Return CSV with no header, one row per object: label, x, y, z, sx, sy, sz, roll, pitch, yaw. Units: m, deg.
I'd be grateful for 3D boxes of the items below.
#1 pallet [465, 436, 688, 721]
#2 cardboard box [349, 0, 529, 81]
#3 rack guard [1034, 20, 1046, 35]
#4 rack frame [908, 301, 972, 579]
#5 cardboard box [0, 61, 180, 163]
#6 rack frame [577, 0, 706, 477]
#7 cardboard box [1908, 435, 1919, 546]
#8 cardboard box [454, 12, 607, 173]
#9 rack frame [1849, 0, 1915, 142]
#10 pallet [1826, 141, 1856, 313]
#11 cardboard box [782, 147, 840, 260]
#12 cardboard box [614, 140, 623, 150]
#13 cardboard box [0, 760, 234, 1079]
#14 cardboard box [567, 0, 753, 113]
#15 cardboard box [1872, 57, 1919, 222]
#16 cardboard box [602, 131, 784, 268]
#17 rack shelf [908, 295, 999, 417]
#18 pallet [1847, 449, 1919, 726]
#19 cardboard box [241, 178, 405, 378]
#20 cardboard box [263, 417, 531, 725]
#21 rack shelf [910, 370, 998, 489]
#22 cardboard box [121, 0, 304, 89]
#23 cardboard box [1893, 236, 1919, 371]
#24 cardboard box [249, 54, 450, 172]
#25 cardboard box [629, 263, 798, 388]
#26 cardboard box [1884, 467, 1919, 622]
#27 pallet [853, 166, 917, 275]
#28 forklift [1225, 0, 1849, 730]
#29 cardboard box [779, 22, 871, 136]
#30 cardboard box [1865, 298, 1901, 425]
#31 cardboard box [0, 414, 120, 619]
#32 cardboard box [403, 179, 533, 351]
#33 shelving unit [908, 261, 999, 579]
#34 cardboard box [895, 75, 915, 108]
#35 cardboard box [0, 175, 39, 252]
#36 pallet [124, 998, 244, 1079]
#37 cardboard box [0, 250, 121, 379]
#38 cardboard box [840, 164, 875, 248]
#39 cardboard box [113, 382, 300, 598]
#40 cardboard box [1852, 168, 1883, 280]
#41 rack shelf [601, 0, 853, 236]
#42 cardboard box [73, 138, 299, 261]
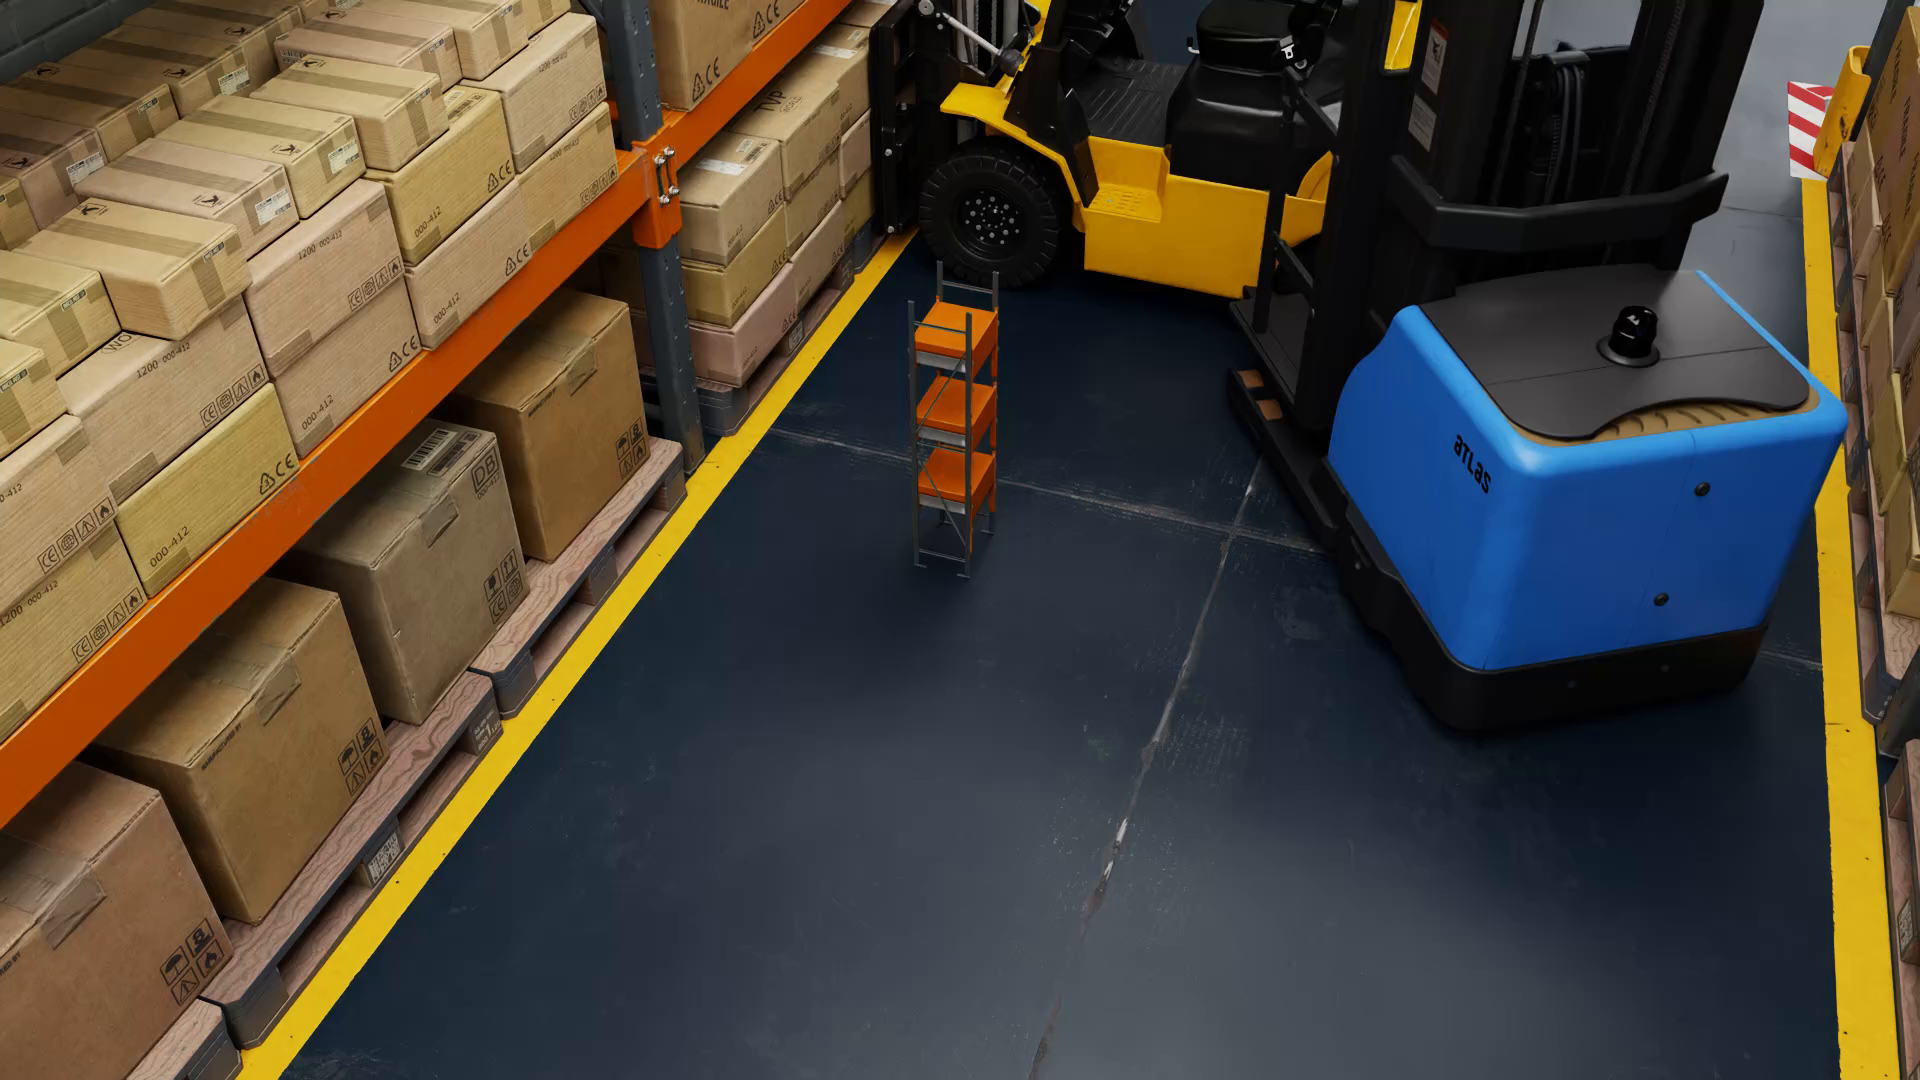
pallet,-1.638,0.002,5.585,1.003,0.211,1.213,13,42,15
cardboard box,-1.402,-1.383,4.483,0.380,0.149,0.250,13,42,14
rack guard,-0.047,-3.021,8.905,1.175,0.500,0.348,13,42,15
rack frame,-0.060,-0.292,5.284,0.200,1.050,0.008,13,42,15
cardboard box,-2.148,-1.024,4.063,0.380,0.149,0.250,13,42,15
rack frame,-1.423,-1.517,5.217,1.000,3.000,0.127,13,42,15
cardboard box,3.193,-0.237,4.934,0.500,0.500,0.500,13,42,14
cardboard box,-1.350,-1.294,4.686,0.500,0.250,0.500,12,42,14
rack frame,4.611,-2.857,6.788,1.000,3.000,0.127,13,42,15
pallet,4.274,-1.263,7.067,1.003,0.211,1.213,13,42,15
cardboard box,-0.797,-1.355,6.437,0.500,0.250,0.500,13,42,15
cardboard box,-1.436,-1.354,6.051,0.500,0.250,0.500,14,42,16
cardboard box,-2.348,0.888,3.904,0.875,0.625,0.625,15,43,16
cardboard box,-1.026,-1.768,5.434,0.500,0.500,0.500,12,42,14
cardboard box,3.893,-1.491,6.404,0.500,0.500,0.500,12,42,13
cardboard box,-0.962,-1.237,5.913,0.500,0.250,0.500,13,42,14
rack shelf,-0.018,-0.575,5.194,0.215,0.259,0.240,13,42,15
pallet,3.440,0.226,5.323,1.003,0.211,1.213,13,42,15
cardboard box,-1.700,-0.668,3.952,0.500,0.250,0.500,14,42,16
cardboard box,-1.863,0.019,4.923,0.875,0.625,0.625,13,42,15
rack shelf,-0.018,-0.359,5.378,0.215,0.259,0.240,13,42,15
cardboard box,-1.972,-1.331,4.422,0.380,0.149,0.250,13,42,15
cardboard box,3.539,-0.859,5.663,0.500,0.500,0.500,15,43,17
cardboard box,-1.500,-1.055,4.099,0.380,0.149,0.250,12,42,14
cardboard box,-0.946,-0.852,6.233,0.500,0.250,0.500,14,42,16
cardboard box,3.193,0.048,5.177,0.500,0.250,0.500,15,43,17
pallet,-0.696,-1.679,7.555,1.003,0.211,1.213,13,42,15
forklift,1.635,-1.511,5.262,1.130,2.935,3.031,-8,41,-9
cardboard box,-0.619,-1.852,6.635,0.500,0.250,0.500,15,43,17
cardboard box,3.544,-0.588,5.923,0.500,0.250,0.500,14,42,16
cardboard box,-2.041,-0.047,3.225,0.500,0.250,0.500,12,42,14
cardboard box,-1.516,-0.787,4.477,0.500,0.250,0.500,13,42,15
shelving unit,-0.018,-0.367,5.371,0.215,1.050,0.252,13,42,15
cardboard box,-0.440,-1.967,7.154,0.500,0.250,0.500,13,42,15
cardboard box,-2.310,-0.716,3.701,0.380,0.149,0.250,14,42,15
pallet,-2.472,1.490,3.841,1.003,0.211,1.213,13,42,15
cardboard box,-1.975,-0.461,3.402,0.380,0.149,0.250,13,42,15
cardboard box,-0.626,-1.482,6.971,0.500,0.250,0.500,14,42,16
cardboard box,-1.884,-0.174,3.759,0.500,0.250,0.500,15,43,16
cardboard box,3.894,-1.231,6.677,0.500,0.250,0.500,15,43,17
rack shelf,-0.739,-2.463,6.880,1.077,0.370,4.000,13,42,15
cardboard box,-1.740,-0.758,3.751,0.380,0.149,0.250,14,42,15
